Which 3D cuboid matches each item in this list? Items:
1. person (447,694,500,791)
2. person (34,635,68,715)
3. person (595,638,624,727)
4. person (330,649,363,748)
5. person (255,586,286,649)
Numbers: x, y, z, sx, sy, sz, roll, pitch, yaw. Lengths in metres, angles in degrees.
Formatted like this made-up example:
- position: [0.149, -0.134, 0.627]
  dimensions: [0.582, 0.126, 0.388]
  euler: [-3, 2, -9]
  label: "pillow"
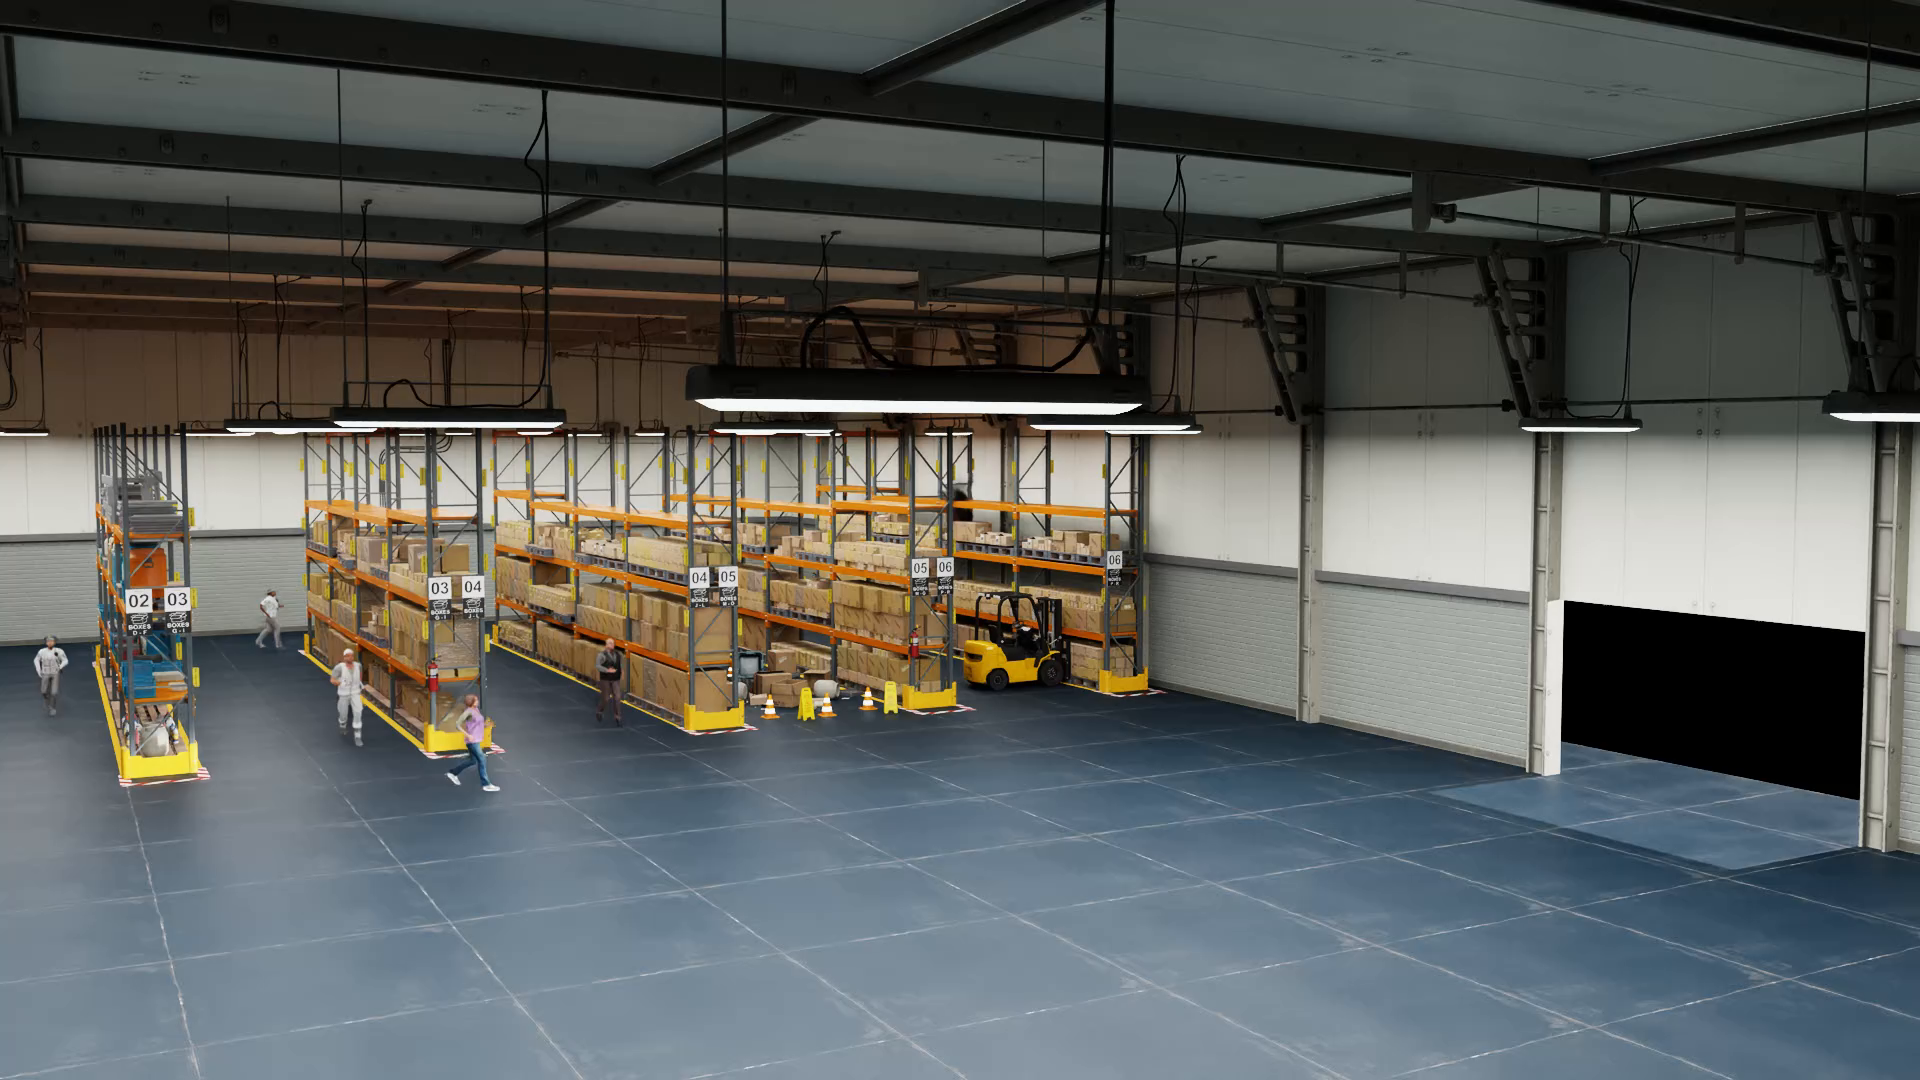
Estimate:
- position: [-7.911, 3.278, 26.965]
  dimensions: [0.886, 1.575, 0.541]
  euler: [0, 3, 1]
  label: "person"
- position: [-18.934, 2.801, 34.640]
  dimensions: [0.645, 1.666, 0.558]
  euler: [-1, 4, -20]
  label: "person"
- position: [-7.016, 2.840, 33.322]
  dimensions: [0.673, 1.757, 0.844]
  euler: [-3, 4, -38]
  label: "person"
- position: [-11.525, 2.942, 31.277]
  dimensions: [0.621, 1.818, 1.088]
  euler: [-2, 4, -29]
  label: "person"
- position: [-18.849, 2.142, 45.397]
  dimensions: [0.799, 1.746, 0.553]
  euler: [-1, 4, -16]
  label: "person"
